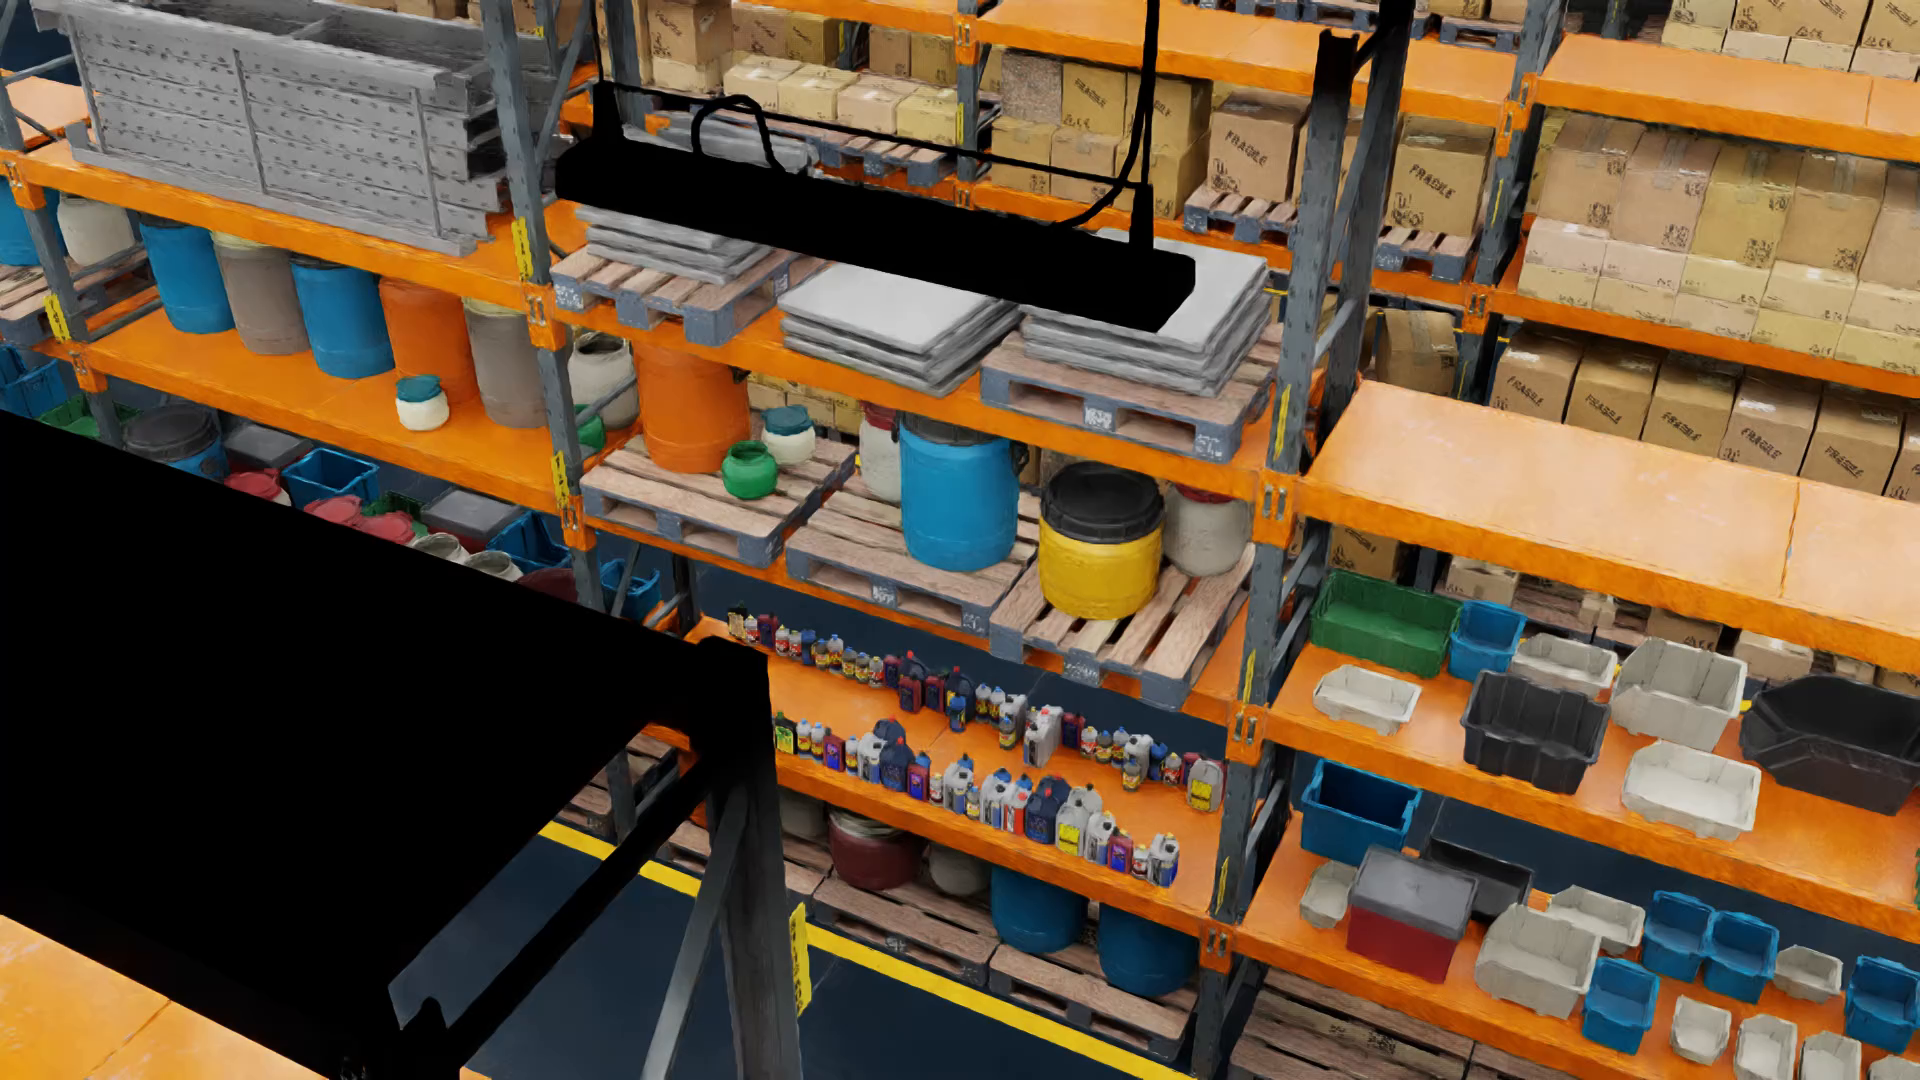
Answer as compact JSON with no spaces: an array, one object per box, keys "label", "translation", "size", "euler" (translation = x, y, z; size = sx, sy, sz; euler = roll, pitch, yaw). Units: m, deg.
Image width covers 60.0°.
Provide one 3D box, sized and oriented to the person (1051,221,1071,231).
[{"label":"person","translation":[0.938,-2.263,15.664],"size":[0.463,1.640,0.523],"euler":[-20,40,-26]}]
